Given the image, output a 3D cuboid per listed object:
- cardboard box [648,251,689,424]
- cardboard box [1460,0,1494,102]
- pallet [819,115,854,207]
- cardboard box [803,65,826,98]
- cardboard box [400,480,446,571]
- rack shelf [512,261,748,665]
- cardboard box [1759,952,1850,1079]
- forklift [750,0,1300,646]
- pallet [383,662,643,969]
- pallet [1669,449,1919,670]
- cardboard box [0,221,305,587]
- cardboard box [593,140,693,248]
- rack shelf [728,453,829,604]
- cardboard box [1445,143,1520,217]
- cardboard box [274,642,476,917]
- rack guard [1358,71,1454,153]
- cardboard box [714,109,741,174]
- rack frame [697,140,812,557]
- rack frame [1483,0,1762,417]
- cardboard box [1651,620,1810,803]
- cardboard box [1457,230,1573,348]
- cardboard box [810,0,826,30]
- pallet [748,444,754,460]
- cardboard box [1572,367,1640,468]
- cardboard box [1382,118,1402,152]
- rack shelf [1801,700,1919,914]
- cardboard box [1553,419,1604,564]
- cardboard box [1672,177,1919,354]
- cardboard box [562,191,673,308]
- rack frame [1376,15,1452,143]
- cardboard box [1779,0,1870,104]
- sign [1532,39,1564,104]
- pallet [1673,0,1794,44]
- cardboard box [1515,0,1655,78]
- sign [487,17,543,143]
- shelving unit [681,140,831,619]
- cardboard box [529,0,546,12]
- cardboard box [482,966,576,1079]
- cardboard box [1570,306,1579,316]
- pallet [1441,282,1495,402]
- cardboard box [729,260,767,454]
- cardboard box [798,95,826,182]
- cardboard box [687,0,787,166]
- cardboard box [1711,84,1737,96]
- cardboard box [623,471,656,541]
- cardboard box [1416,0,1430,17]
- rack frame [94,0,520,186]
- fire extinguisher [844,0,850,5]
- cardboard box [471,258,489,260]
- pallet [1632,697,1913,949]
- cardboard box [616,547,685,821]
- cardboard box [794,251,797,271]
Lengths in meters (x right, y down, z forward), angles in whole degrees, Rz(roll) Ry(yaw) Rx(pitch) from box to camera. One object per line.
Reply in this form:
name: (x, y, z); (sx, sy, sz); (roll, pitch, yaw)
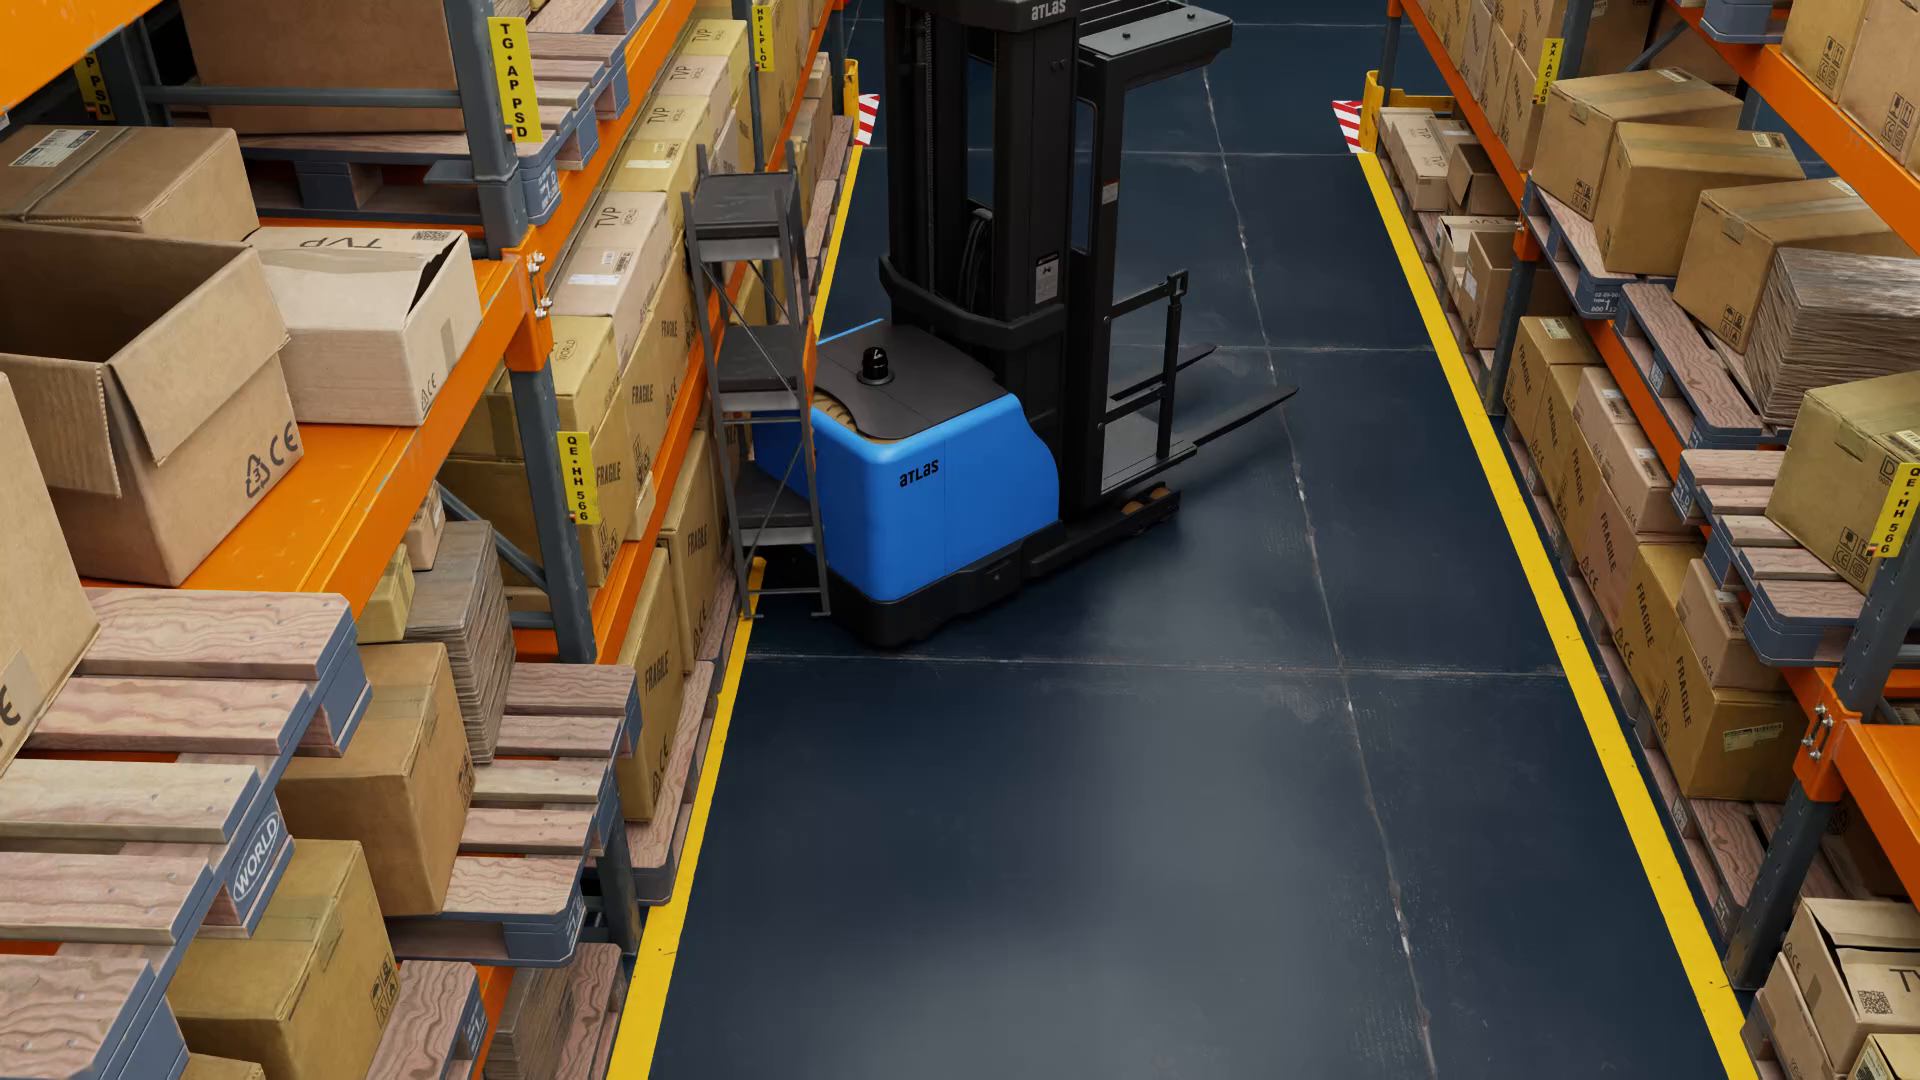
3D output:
cardboard box: (-1.355, -0.778, 6.385); (0.500, 0.500, 0.500); (1, 35, 2)
cardboard box: (3.230, -2.859, 9.623); (0.500, 0.500, 0.500); (2, 35, 3)
pallet: (-1.314, -2.742, 11.968); (1.003, 0.211, 1.213); (1, 35, 2)
cardboard box: (-1.121, -3.129, 11.339); (0.380, 0.149, 0.250); (2, 35, 3)
cardboard box: (-1.665, -0.035, 4.658); (0.380, 0.149, 0.250); (-3, 35, -4)
rack shelf: (-1.601, -0.603, 7.125); (1.077, 0.370, 4.000); (1, 35, 2)
cardboard box: (2.954, 1.612, 5.374); (0.500, 0.250, 0.500); (1, 35, 2)
forklift: (0.478, -1.432, 7.738); (3.031, 2.935, 1.130); (-26, 43, -32)
pallet: (-1.604, 0.742, 4.752); (1.213, 0.211, 1.003); (1, 35, 2)
pallet: (3.226, 0.052, 5.735); (1.213, 0.211, 1.003); (1, 35, 2)
cardboard box: (-1.826, -0.283, 3.328); (0.797, 0.503, 0.637); (6, 36, 9)
cardboard box: (-1.354, -1.370, 6.576); (0.500, 0.250, 0.500); (1, 35, 1)
rack shelf: (-0.811, -0.063, 7.686); (0.431, 0.518, 0.480); (-2, 35, 1)
cardboard box: (3.499, -2.172, 10.520); (0.797, 0.503, 0.637); (1, 35, 2)
cardboard box: (-1.686, 0.623, 4.285); (0.700, 0.500, 0.500); (-2, 35, -3)
rack guard: (3.587, -3.166, 12.320); (1.175, 0.500, 0.348); (1, 35, 2)
cardboard box: (-1.298, -1.653, 7.630); (0.500, 0.500, 0.500); (2, 35, 2)
rack frame: (-0.843, -0.786, 7.475); (0.400, 2.100, 0.015); (-2, 35, 1)
rack frame: (3.429, -1.934, 8.393); (1.000, 3.000, 0.127); (1, 35, 2)
cardboard box: (3.071, 0.664, 6.487); (0.500, 0.500, 0.500); (3, 35, 4)
cardboard box: (3.169, -1.425, 9.460); (0.500, 0.500, 0.500); (1, 35, 2)
cardboard box: (-1.389, -3.755, 10.724); (0.980, 0.700, 0.700); (1, 35, 2)
pallet: (-1.476, -0.460, 8.721); (1.003, 0.211, 1.213); (1, 35, 2)
cardboard box: (3.126, -0.551, 7.565); (0.500, 0.250, 0.500); (1, 35, 2)
cardboard box: (3.220, -2.877, 11.816); (0.380, 0.166, 0.250); (1, 35, 2)
rack shelf: (3.188, 1.808, 3.695); (1.077, 0.370, 4.000); (1, 35, 2)
cardboard box: (3.128, -0.225, 7.753); (0.500, 0.500, 0.500); (2, 35, 2)
cardboard box: (3.420, -1.130, 6.797); (0.700, 0.500, 0.500); (-7, 36, -10)
cardboard box: (-1.369, -1.077, 6.158); (0.500, 0.250, 0.500); (2, 35, 2)
rack frame: (3.590, -4.232, 11.663); (1.000, 3.000, 0.127); (1, 35, 2)
cardboard box: (3.294, -1.747, 5.431); (0.910, 0.500, 0.500); (1, 35, 2)
sign: (2.887, -2.296, 8.156); (0.100, 0.325, 0.005); (1, 35, 2)
pallet: (3.294, -2.115, 6.206); (1.213, 0.211, 1.003); (1, 35, 2)
cardboard box: (3.191, -2.680, 8.499); (0.500, 0.500, 0.500); (2, 35, 2)
sign: (-1.139, -1.173, 4.252); (0.100, 0.325, 0.005); (1, 35, 2)
shelving unit: (-0.843, -0.645, 7.275); (0.431, 2.100, 0.503); (-2, 35, 1)
cardboard box: (-1.715, -2.099, 5.550); (0.700, 0.500, 0.500); (3, 35, 4)
cardboard box: (-1.658, 1.510, 5.285); (0.700, 0.500, 0.500); (2, 35, 3)
cardboard box: (3.662, -1.250, 9.376); (0.500, 0.311, 0.500); (1, 35, 2)
pallet: (3.458, -1.187, 9.756); (1.003, 0.211, 1.213); (1, 35, 2)
cardboard box: (-1.417, -0.962, 8.514); (0.750, 0.750, 0.750); (2, 35, 2)
cardboard box: (-1.308, -2.801, 11.436); (0.700, 0.500, 0.500); (1, 35, 2)
cardboard box: (-1.483, -2.480, 8.909); (0.980, 0.700, 0.700); (2, 35, 3)
cardboard box: (3.722, -2.261, 8.772); (0.500, 0.500, 0.500); (2, 35, 3)
cardboard box: (-1.323, -0.132, 6.031); (0.380, 0.149, 0.250); (2, 35, 3)
cardboard box: (3.293, -3.728, 10.858); (0.500, 0.500, 0.500); (1, 35, 1)
rack frame: (-1.681, -2.202, 3.558); (1.000, 3.000, 0.127); (1, 35, 2)
fire extinguisher: (-0.893, -4.236, 12.060); (0.296, 0.674, 0.183); (1, 35, 2)
cardboard box: (-1.898, -0.790, 5.750); (0.500, 0.250, 0.500); (0, 35, 0)
pallet: (3.336, 1.077, 6.534); (1.003, 0.211, 1.213); (1, 35, 2)
cardboard box: (-1.521, 0.540, 6.377); (0.750, 0.750, 0.750); (1, 35, 1)
cardboard box: (-1.365, -1.911, 10.169); (0.700, 0.500, 0.500); (1, 35, 1)
